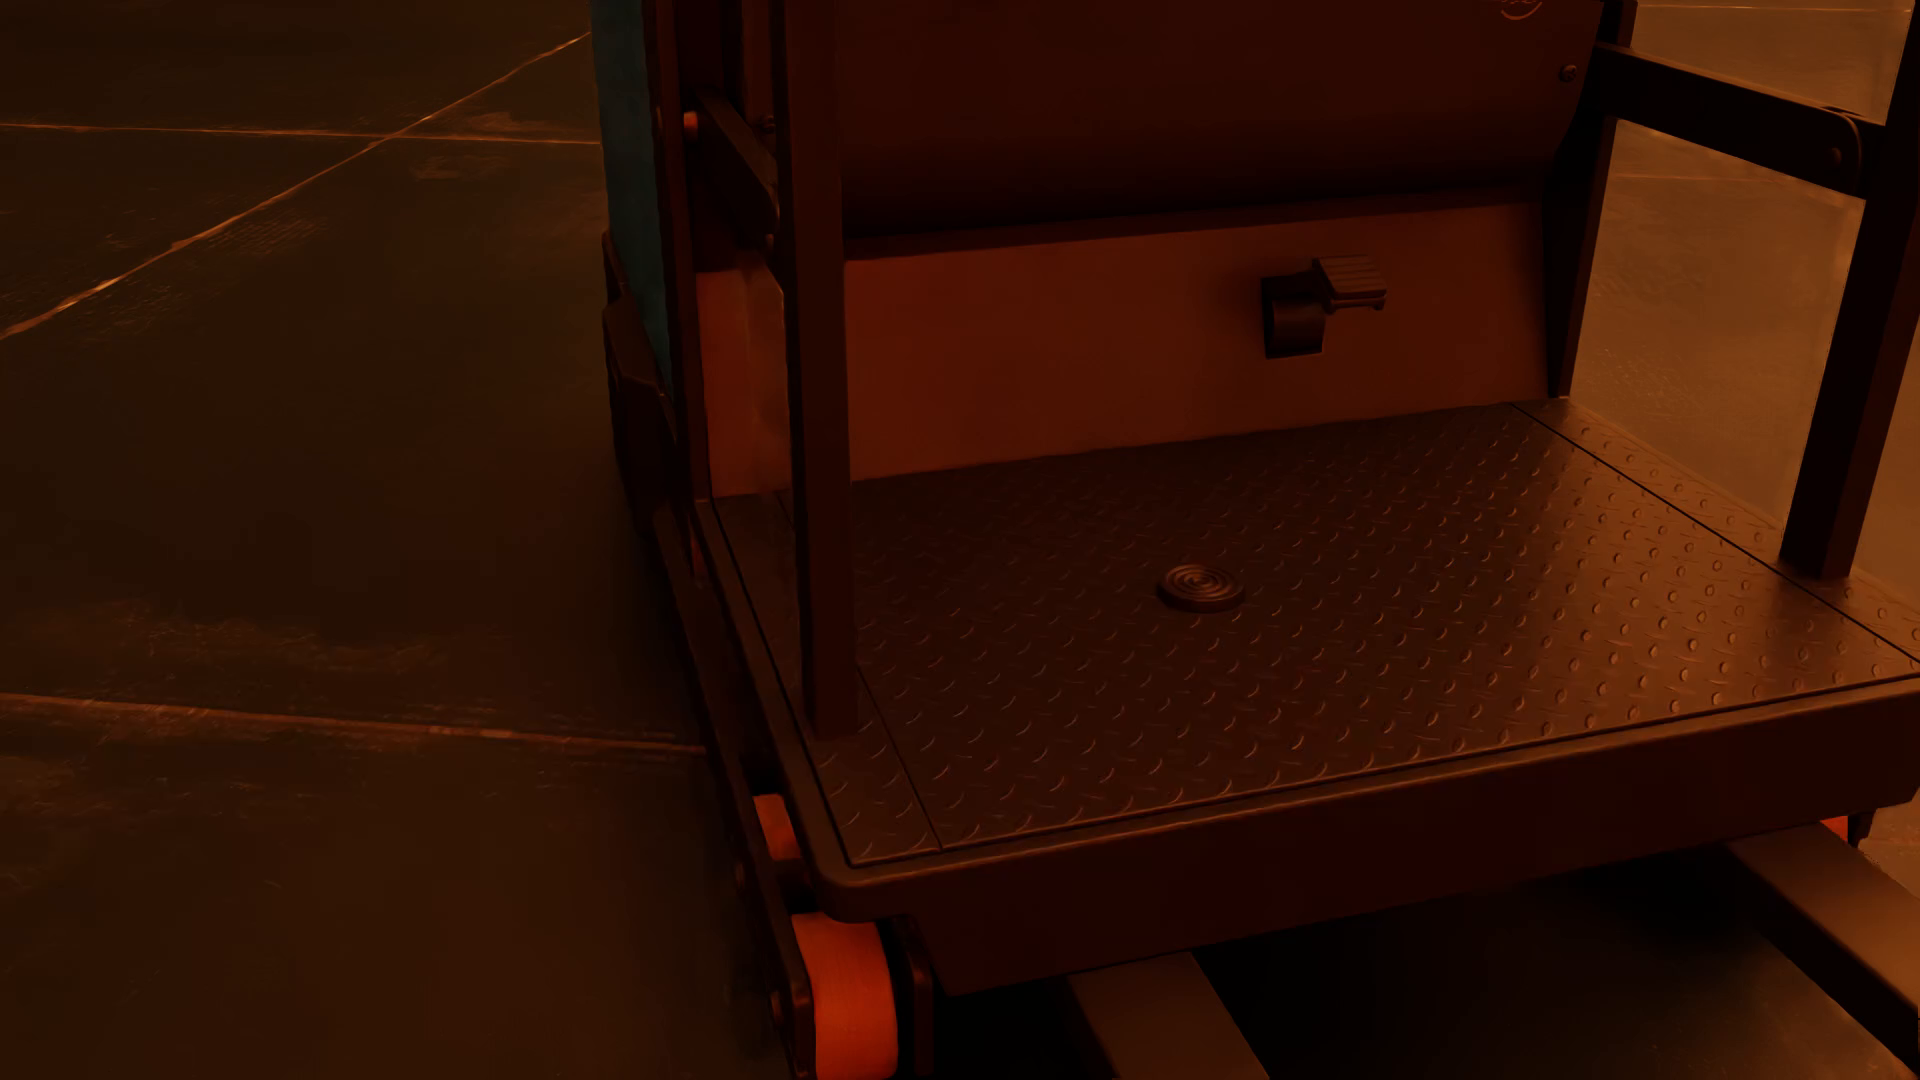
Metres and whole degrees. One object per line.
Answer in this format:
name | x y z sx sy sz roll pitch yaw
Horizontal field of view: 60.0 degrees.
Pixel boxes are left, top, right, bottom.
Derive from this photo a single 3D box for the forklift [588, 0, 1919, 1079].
forklift | 0.290 -1.013 1.247 1.130 2.935 3.031 -7 27 -15
